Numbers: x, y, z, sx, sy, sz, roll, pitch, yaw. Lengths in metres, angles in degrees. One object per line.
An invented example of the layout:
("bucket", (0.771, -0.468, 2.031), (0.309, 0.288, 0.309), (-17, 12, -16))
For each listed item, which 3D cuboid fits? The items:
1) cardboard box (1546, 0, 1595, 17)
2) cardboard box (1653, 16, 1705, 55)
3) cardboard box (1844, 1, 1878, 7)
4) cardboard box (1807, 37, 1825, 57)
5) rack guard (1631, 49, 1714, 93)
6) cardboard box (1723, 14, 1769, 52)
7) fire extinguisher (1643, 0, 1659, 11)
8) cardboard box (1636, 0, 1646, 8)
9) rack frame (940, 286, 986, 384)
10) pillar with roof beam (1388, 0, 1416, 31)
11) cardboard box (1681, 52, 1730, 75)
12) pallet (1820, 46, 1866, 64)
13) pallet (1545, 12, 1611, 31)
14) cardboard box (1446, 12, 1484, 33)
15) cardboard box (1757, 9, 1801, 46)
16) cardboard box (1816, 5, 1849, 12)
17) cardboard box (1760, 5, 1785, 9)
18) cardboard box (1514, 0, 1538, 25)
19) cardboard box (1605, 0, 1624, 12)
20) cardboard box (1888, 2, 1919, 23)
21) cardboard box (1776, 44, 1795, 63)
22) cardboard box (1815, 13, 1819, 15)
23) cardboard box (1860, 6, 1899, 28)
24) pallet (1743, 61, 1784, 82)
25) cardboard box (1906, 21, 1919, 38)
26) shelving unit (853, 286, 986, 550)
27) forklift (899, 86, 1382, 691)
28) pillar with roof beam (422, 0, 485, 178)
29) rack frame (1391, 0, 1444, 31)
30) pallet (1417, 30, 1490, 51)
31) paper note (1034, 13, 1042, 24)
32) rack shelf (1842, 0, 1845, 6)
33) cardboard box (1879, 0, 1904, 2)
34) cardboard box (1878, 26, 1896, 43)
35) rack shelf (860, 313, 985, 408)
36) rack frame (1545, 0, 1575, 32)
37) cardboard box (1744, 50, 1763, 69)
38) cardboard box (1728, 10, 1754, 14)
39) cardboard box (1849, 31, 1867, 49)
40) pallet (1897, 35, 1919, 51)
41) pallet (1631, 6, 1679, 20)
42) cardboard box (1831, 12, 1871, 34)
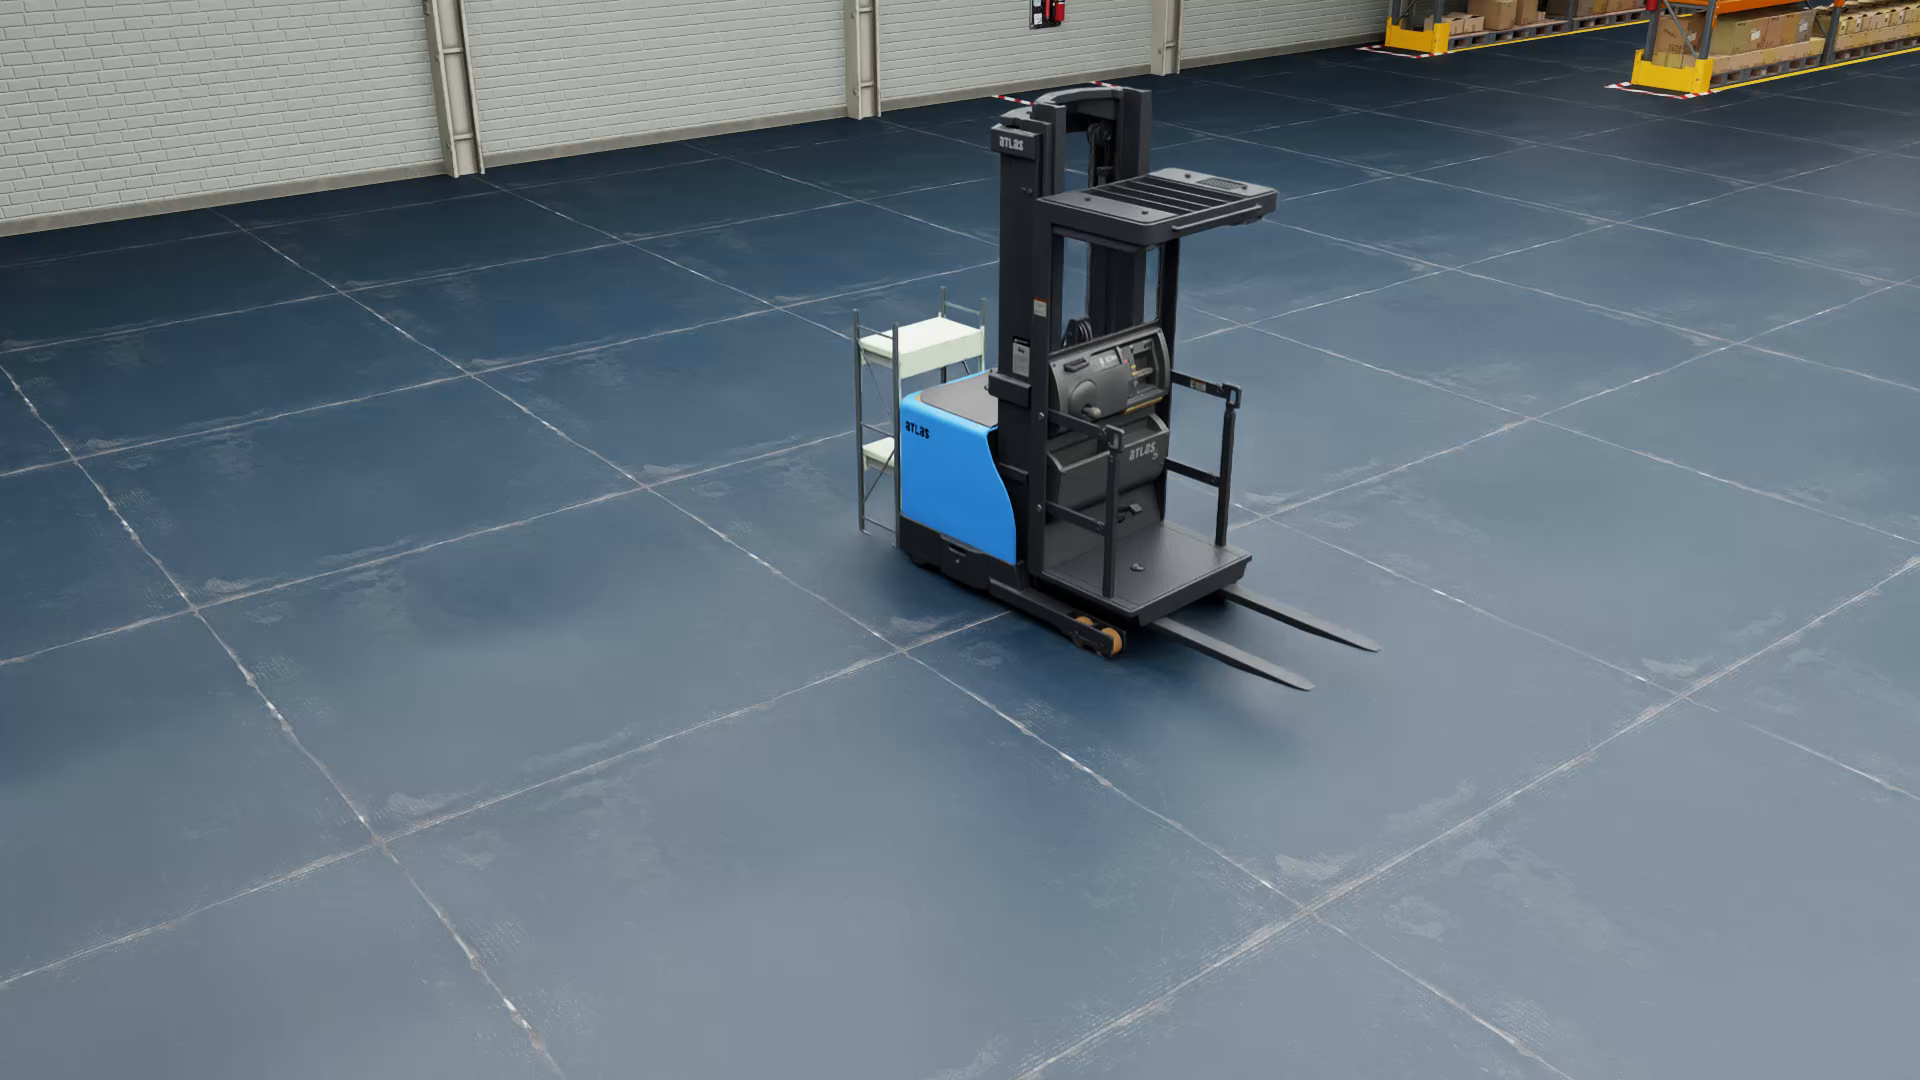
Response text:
("cardboard box", (11.764, -10.388, 32.017), (0.500, 0.500, 0.700), (-17, 30, -32))
("cardboard box", (11.345, -7.968, 26.232), (0.500, 0.500, 0.500), (-18, 31, -34))
("cardboard box", (15.998, -9.413, 29.570), (0.500, 0.311, 0.500), (-19, 31, -35))
("cardboard box", (14.025, -8.236, 27.701), (0.500, 0.250, 0.500), (-18, 31, -34))
("rack guard", (11.088, -7.307, 25.900), (0.348, 0.500, 1.175), (-18, 31, -34))
("cardboard box", (12.444, -8.060, 26.431), (0.500, 0.500, 0.500), (-18, 31, -34))
("fire extinguisher", (10.727, -8.535, 25.669), (0.183, 0.674, 0.296), (-18, 31, -34))
("cardboard box", (13.331, -10.931, 33.187), (0.500, 0.500, 0.700), (-18, 31, -34))
("rack frame", (0.018, -0.893, 10.893), (0.023, 1.500, 0.400), (-22, 33, -38))
("pillar with roof beam", (10.721, -11.850, 25.594), (0.400, 9.000, 9.100), (-18, 31, -34))
("cardboard box", (11.666, -7.456, 26.019), (0.500, 0.250, 0.500), (-18, 31, -34))
("pallet", (14.810, -8.425, 28.653), (1.213, 0.211, 1.003), (-18, 31, -34))
("pallet", (11.807, -10.064, 32.183), (1.213, 0.211, 1.003), (-18, 31, -34))
("cardboard box", (9.096, -9.365, 30.036), (0.500, 0.311, 0.500), (-15, 29, -30))
("cardboard box", (13.233, -8.319, 26.989), (0.500, 0.500, 0.500), (-18, 31, -34))
("cardboard box", (15.196, -9.150, 29.003), (0.500, 0.311, 0.500), (-18, 31, -34))
("cardboard box", (13.308, -8.620, 27.637), (0.500, 0.500, 0.500), (-18, 31, -34))
("cardboard box", (10.403, -9.909, 30.984), (0.500, 0.500, 0.500), (-21, 32, -38))
("cardboard box", (12.566, -10.658, 32.599), (0.500, 0.500, 0.700), (-18, 30, -33))
("cardboard box", (16.737, -9.368, 29.473), (0.500, 0.311, 0.500), (-19, 31, -35))
("cardboard box", (13.241, -7.975, 27.138), (0.500, 0.250, 0.500), (-18, 31, -34))
("cardboard box", (14.396, -8.884, 28.430), (0.500, 0.311, 0.500), (-18, 31, -34))
("cardboard box", (15.943, -9.108, 28.913), (0.500, 0.311, 0.500), (-17, 30, -33))
("pallet", (12.642, -7.710, 27.111), (1.213, 0.211, 1.003), (-18, 31, -34))
("cardboard box", (16.735, -9.116, 29.596), (0.500, 0.250, 0.500), (-19, 31, -35))
("shelving unit", (-0.248, -0.788, 10.665), (0.755, 1.500, 0.431), (-22, 33, -38))
("forklift", (0.998, -0.912, 9.234), (1.130, 2.935, 3.031), (-22, 33, -38))
("pillar with roof beam", (-3.444, -7.174, 15.519), (0.400, 9.000, 9.100), (-18, 31, -34))
("rack frame", (8.047, -10.087, 28.921), (0.127, 3.000, 1.000), (-18, 31, -34))
("pallet", (8.768, -9.041, 29.980), (1.213, 0.211, 1.003), (-18, 31, -34))
("paper note", (1.193, -7.945, 25.351), (0.142, 0.148, 0.016), (-18, 31, -34))
("rack shelf", (15.828, -9.679, 28.897), (4.000, 0.370, 1.077), (-18, 31, -34))
("cardboard box", (16.809, -9.684, 30.154), (0.500, 0.311, 0.500), (-17, 30, -32))
("cardboard box", (15.935, -8.851, 29.026), (0.500, 0.250, 0.500), (-18, 30, -33))
("rack shelf", (-0.248, -1.142, 10.501), (0.720, 0.370, 0.431), (-22, 33, -38))
("rack frame", (11.195, -11.126, 31.160), (0.127, 3.000, 1.000), (-18, 31, -34))
("cardboard box", (12.451, -7.716, 26.581), (0.500, 0.250, 0.500), (-18, 31, -34))
("cardboard box", (12.517, -8.362, 27.081), (0.500, 0.500, 0.500), (-18, 31, -34))
("cardboard box", (15.128, -8.584, 28.450), (0.500, 0.250, 0.500), (-17, 30, -33))
("pallet", (16.730, -9.059, 30.019), (1.213, 0.211, 1.003), (-18, 31, -34))
("pallet", (13.727, -10.698, 33.549), (1.213, 0.211, 1.003), (-18, 31, -34))
("cardboard box", (15.131, -8.837, 28.328), (0.500, 0.311, 0.500), (-19, 31, -35))
